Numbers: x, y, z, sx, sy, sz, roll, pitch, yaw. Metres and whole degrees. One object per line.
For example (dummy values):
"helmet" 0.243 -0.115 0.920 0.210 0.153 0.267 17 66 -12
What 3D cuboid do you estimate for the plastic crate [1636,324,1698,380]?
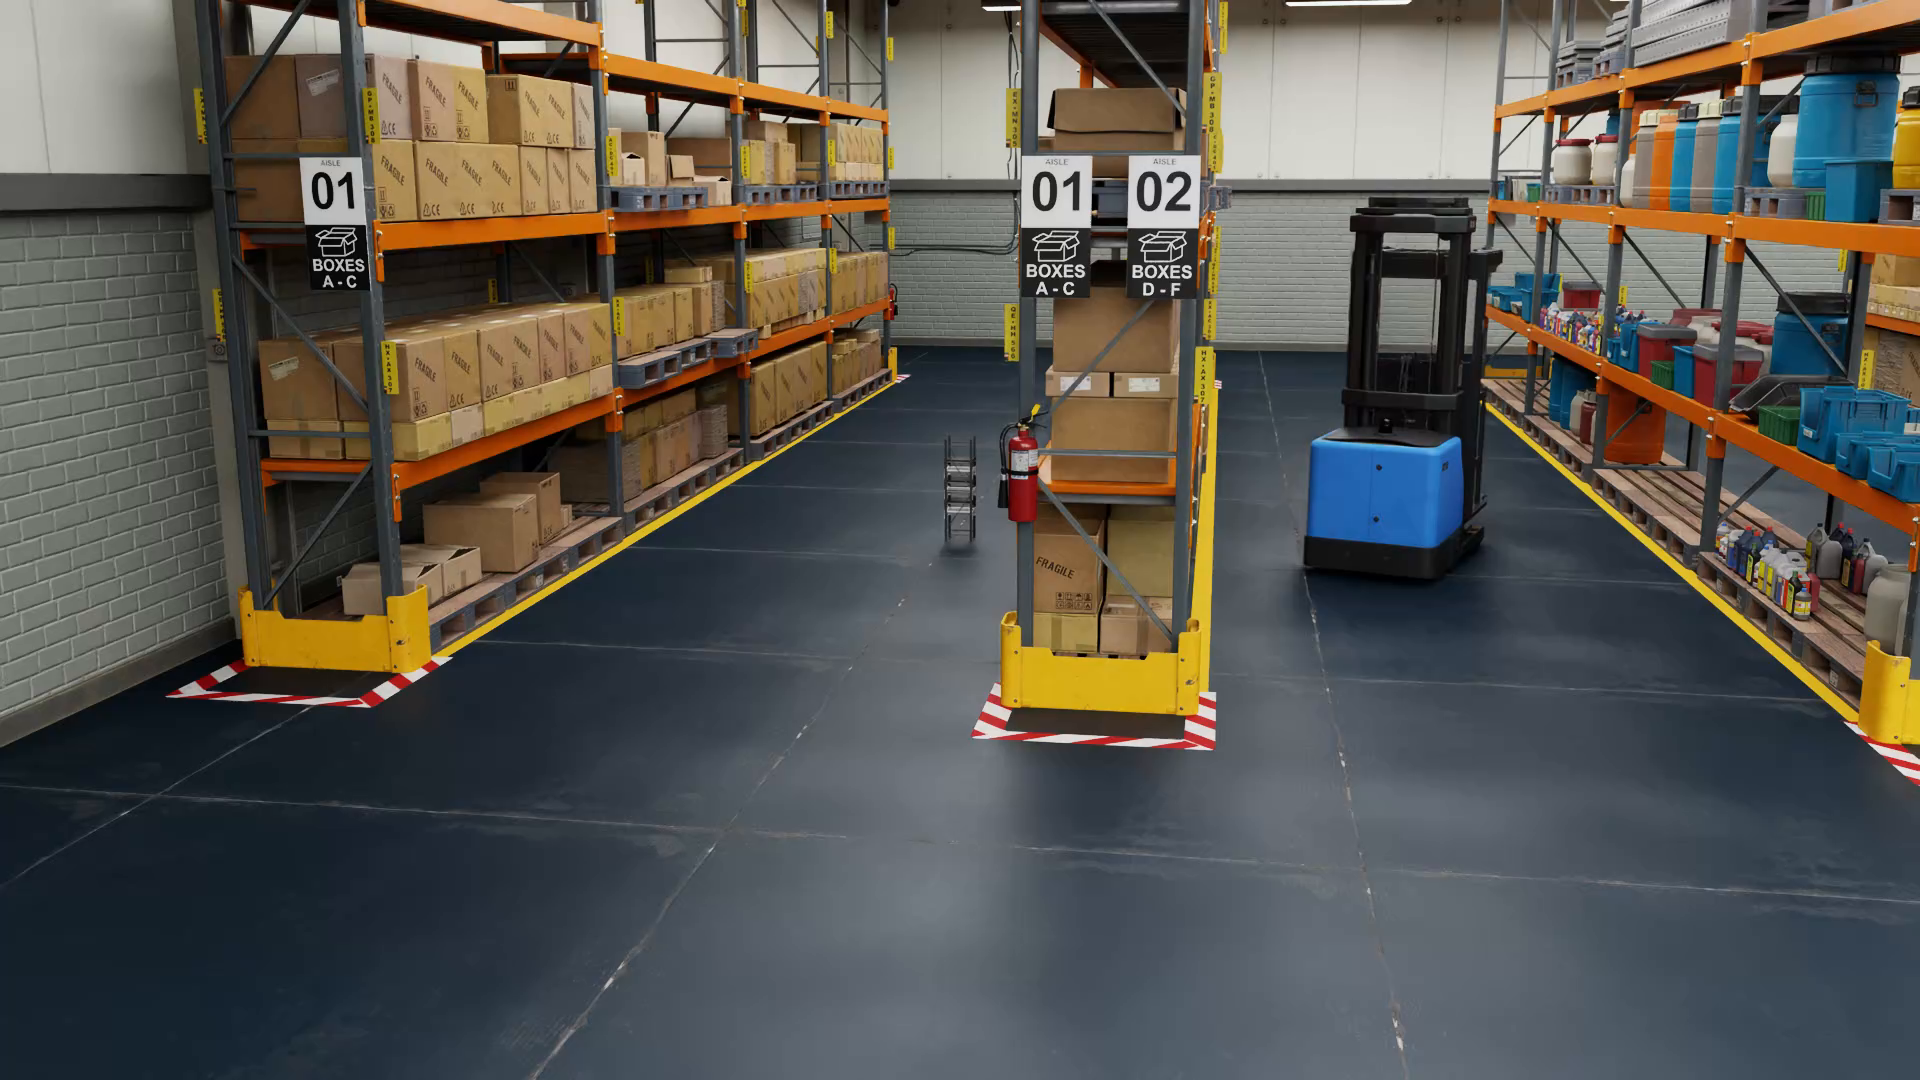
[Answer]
"plastic crate" 6.416 -1.706 15.136 0.402 0.464 0.583 2 12 9

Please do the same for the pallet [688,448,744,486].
"pallet" -2.944 -0.796 17.686 1.003 0.211 1.213 2 12 9

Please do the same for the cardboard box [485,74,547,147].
"cardboard box" -3.390 -3.166 12.288 0.500 0.500 0.500 1 12 7

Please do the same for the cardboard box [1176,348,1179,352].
"cardboard box" 1.312 -1.206 11.191 0.380 0.149 0.250 2 12 8

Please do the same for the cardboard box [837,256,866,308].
"cardboard box" -1.888 -3.717 23.909 0.980 0.700 0.700 1 12 6

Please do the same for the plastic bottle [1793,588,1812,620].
"plastic bottle" 5.586 0.421 11.019 0.097 0.201 0.097 0 12 0

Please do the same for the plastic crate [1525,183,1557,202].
"plastic crate" 7.407 -4.418 21.151 0.416 0.233 0.300 2 12 9

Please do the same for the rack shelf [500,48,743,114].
"rack shelf" -3.130 -4.291 15.701 1.077 0.370 4.000 2 12 9

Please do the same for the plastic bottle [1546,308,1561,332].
"plastic bottle" 7.078 -2.613 19.791 0.152 0.276 0.135 2 12 9

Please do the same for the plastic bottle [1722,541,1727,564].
"plastic bottle" 5.838 0.079 12.604 0.097 0.201 0.097 0 12 0

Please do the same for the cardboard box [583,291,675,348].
"cardboard box" -3.162 -2.112 15.893 0.700 0.500 0.500 4 13 16

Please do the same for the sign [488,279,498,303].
"sign" -3.986 -2.072 14.242 0.100 0.325 0.005 2 12 9

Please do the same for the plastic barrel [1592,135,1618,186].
"plastic barrel" 7.091 -4.113 18.018 0.433 0.535 0.433 0 12 0

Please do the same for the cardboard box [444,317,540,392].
"cardboard box" -3.443 -1.367 12.245 0.500 0.500 0.500 2 12 10

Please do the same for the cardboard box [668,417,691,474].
"cardboard box" -3.124 -0.956 16.697 0.700 0.500 0.500 2 12 8

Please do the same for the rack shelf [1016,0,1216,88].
"rack shelf" 1.150 -3.299 11.096 1.077 0.370 4.000 2 12 9

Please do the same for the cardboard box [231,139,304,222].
"cardboard box" -4.239 -2.277 10.532 0.500 0.500 0.500 3 12 13

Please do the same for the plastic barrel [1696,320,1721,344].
"plastic barrel" 6.955 -1.747 15.213 0.421 0.512 0.421 0 12 0

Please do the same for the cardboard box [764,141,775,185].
"cardboard box" -2.613 -4.485 19.783 0.700 0.500 0.500 2 12 9

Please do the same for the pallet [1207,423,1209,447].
"pallet" 2.415 -1.206 19.590 1.003 0.211 1.213 2 12 9

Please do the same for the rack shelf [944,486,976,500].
"rack shelf" 0.001 -0.409 14.413 0.258 0.077 0.200 2 12 9

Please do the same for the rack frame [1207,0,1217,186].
"rack frame" 2.073 -5.095 16.774 1.000 3.000 0.127 2 12 9

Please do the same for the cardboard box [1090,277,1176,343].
"cardboard box" 1.011 -1.397 10.540 0.700 0.500 0.500 2 12 7

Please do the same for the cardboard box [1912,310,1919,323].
"cardboard box" 12.357 -2.839 21.141 0.380 0.149 0.250 2 12 10

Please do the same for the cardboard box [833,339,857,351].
"cardboard box" -1.678 -2.781 23.676 0.380 0.149 0.250 2 12 7

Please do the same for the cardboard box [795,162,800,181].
"cardboard box" -2.333 -4.952 22.352 0.500 0.250 0.500 2 12 9

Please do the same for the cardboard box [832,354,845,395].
"cardboard box" -1.991 -2.290 22.937 0.700 0.500 0.500 2 12 9

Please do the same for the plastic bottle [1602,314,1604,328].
"plastic bottle" 7.593 -2.574 19.433 0.144 0.351 0.185 2 12 9

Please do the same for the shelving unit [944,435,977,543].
"shelving unit" 0.001 -0.442 14.406 0.258 0.900 0.210 2 12 9

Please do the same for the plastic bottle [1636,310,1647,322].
"plastic bottle" 7.595 -2.378 18.526 0.144 0.351 0.185 2 12 9

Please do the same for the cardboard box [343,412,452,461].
"cardboard box" -3.664 -0.684 10.857 0.500 0.250 0.500 2 12 7

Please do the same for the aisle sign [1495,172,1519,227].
"aisle sign" 7.915 -4.962 24.226 0.394 0.787 0.004 2 12 9

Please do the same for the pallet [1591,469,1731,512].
"pallet" 6.809 -0.478 16.209 1.003 0.211 1.213 2 12 9

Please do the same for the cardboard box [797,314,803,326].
"cardboard box" -2.165 -2.751 20.685 0.380 0.149 0.250 2 12 9

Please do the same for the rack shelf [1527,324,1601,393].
"rack shelf" 7.275 -2.066 18.665 1.077 0.370 4.000 2 12 9

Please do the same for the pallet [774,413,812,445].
"pallet" -2.437 -1.374 20.366 1.003 0.211 1.213 2 12 9

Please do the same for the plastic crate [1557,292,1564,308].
"plastic crate" 7.999 -3.117 21.975 0.437 0.282 0.530 2 12 9

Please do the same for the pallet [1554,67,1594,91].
"pallet" 7.485 -5.305 19.148 1.003 0.211 1.213 2 12 9

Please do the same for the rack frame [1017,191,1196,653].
"rack frame" 0.843 -0.497 9.679 1.000 3.000 0.127 2 12 9

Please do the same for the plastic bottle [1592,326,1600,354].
"plastic bottle" 6.643 -2.090 17.348 0.061 0.283 0.133 2 12 9

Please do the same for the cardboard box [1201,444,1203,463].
"cardboard box" 2.233 -0.906 17.107 0.500 0.250 0.500 2 12 10

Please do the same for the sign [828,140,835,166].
"sign" -1.669 -5.012 21.535 0.100 0.325 0.005 2 12 9

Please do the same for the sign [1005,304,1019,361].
"sign" 0.309 -1.199 9.627 0.100 0.325 0.005 2 12 9

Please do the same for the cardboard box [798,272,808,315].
"cardboard box" -2.183 -3.044 20.505 0.500 0.500 0.500 2 12 9

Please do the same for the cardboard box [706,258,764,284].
"cardboard box" -2.493 -2.985 18.452 0.500 0.250 0.500 2 12 10

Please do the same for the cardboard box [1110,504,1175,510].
"cardboard box" 1.284 -0.038 11.298 0.500 0.500 0.500 2 12 9

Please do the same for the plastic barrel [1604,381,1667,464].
"plastic barrel" 7.025 -1.248 17.317 0.600 0.830 0.708 2 12 9

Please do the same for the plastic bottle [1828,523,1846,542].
"plastic bottle" 6.537 0.055 12.361 0.144 0.351 0.185 2 12 7

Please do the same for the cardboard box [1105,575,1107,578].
"cardboard box" 0.773 0.312 11.455 0.500 0.250 0.500 2 12 9

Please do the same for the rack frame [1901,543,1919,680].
"rack frame" 5.737 -0.336 8.930 1.000 3.000 0.127 2 12 9

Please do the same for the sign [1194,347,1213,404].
"sign" 1.390 -0.940 9.490 0.100 0.325 0.005 2 12 9

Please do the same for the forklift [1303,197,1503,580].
"forklift" 3.863 -1.391 13.990 1.130 2.935 3.031 6 14 27

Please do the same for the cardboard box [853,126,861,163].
"cardboard box" -1.677 -5.518 23.199 0.500 0.500 0.500 2 12 9
